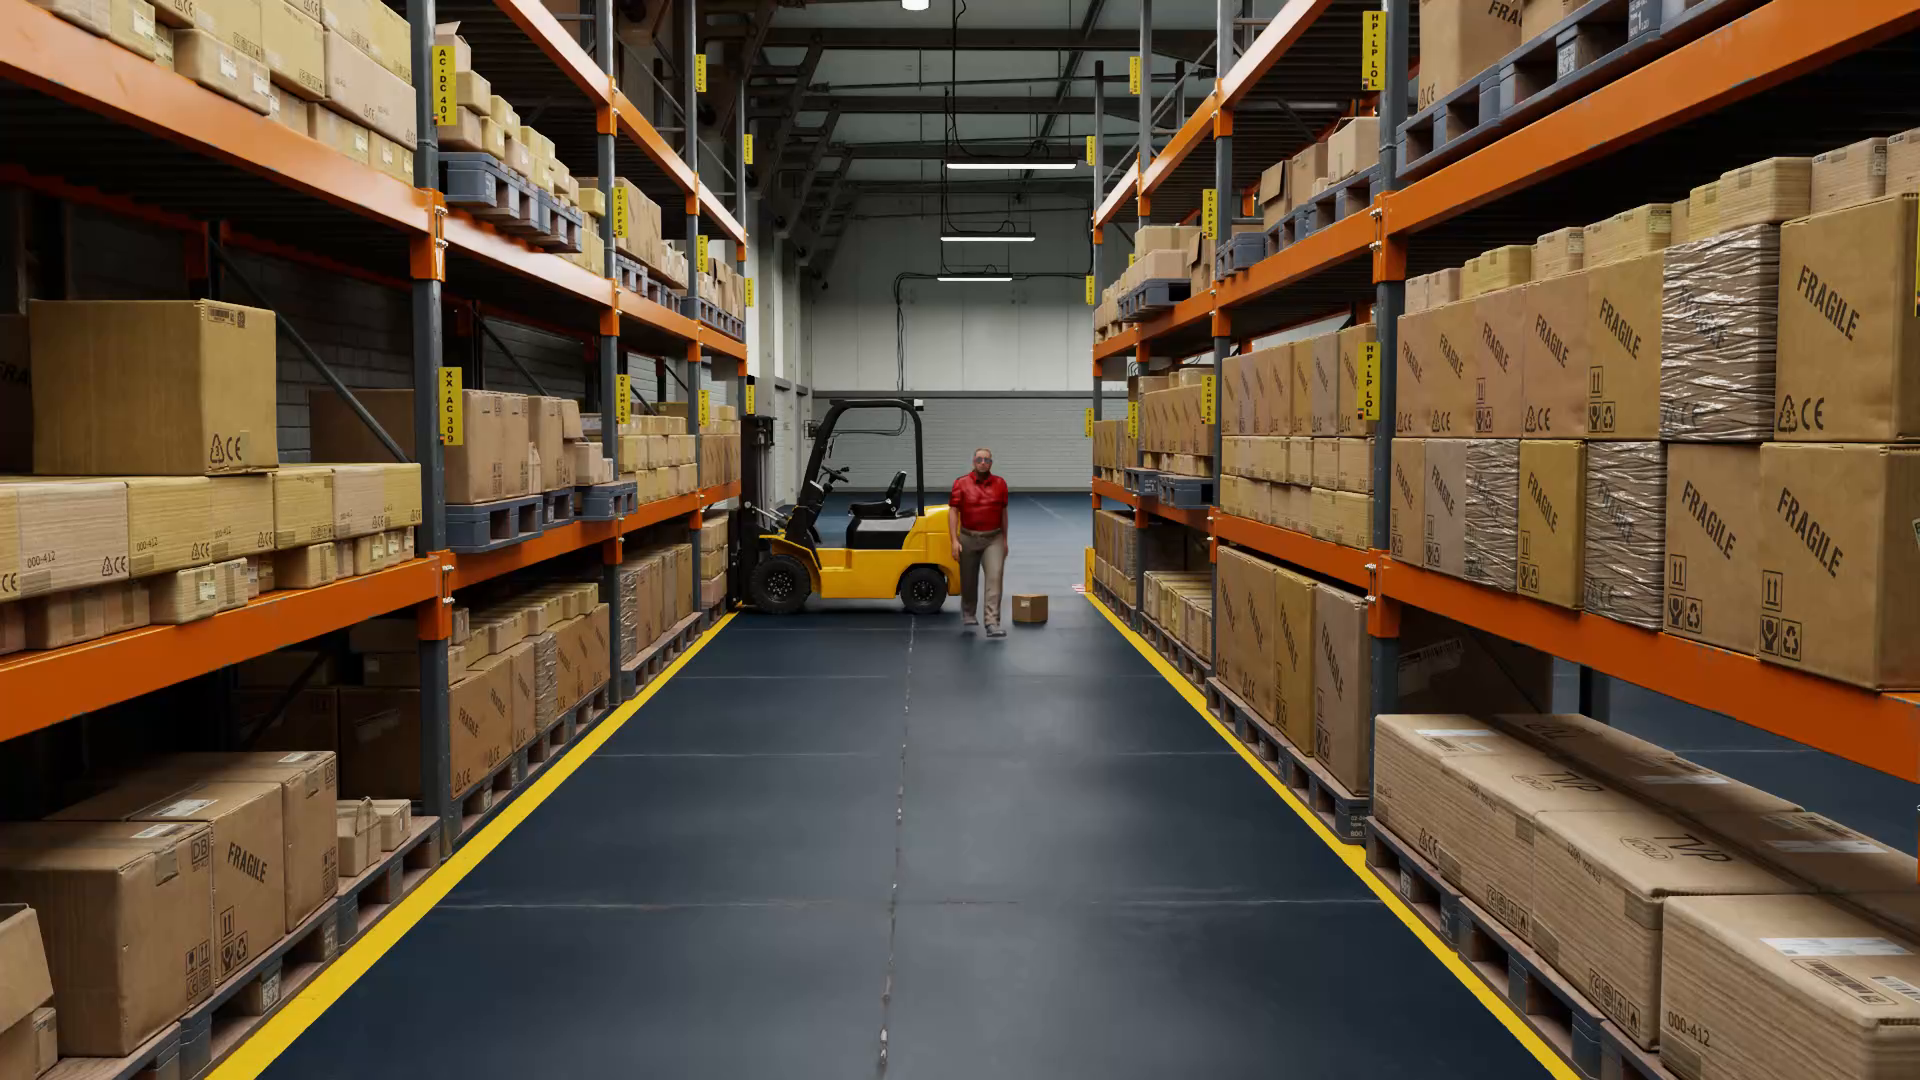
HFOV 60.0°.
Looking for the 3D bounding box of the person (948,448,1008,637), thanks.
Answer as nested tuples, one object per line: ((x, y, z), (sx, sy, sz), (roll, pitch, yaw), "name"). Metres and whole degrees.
((0.172, 0.011, 14.835), (0.566, 1.669, 1.072), (0, 4, -6), "person")
